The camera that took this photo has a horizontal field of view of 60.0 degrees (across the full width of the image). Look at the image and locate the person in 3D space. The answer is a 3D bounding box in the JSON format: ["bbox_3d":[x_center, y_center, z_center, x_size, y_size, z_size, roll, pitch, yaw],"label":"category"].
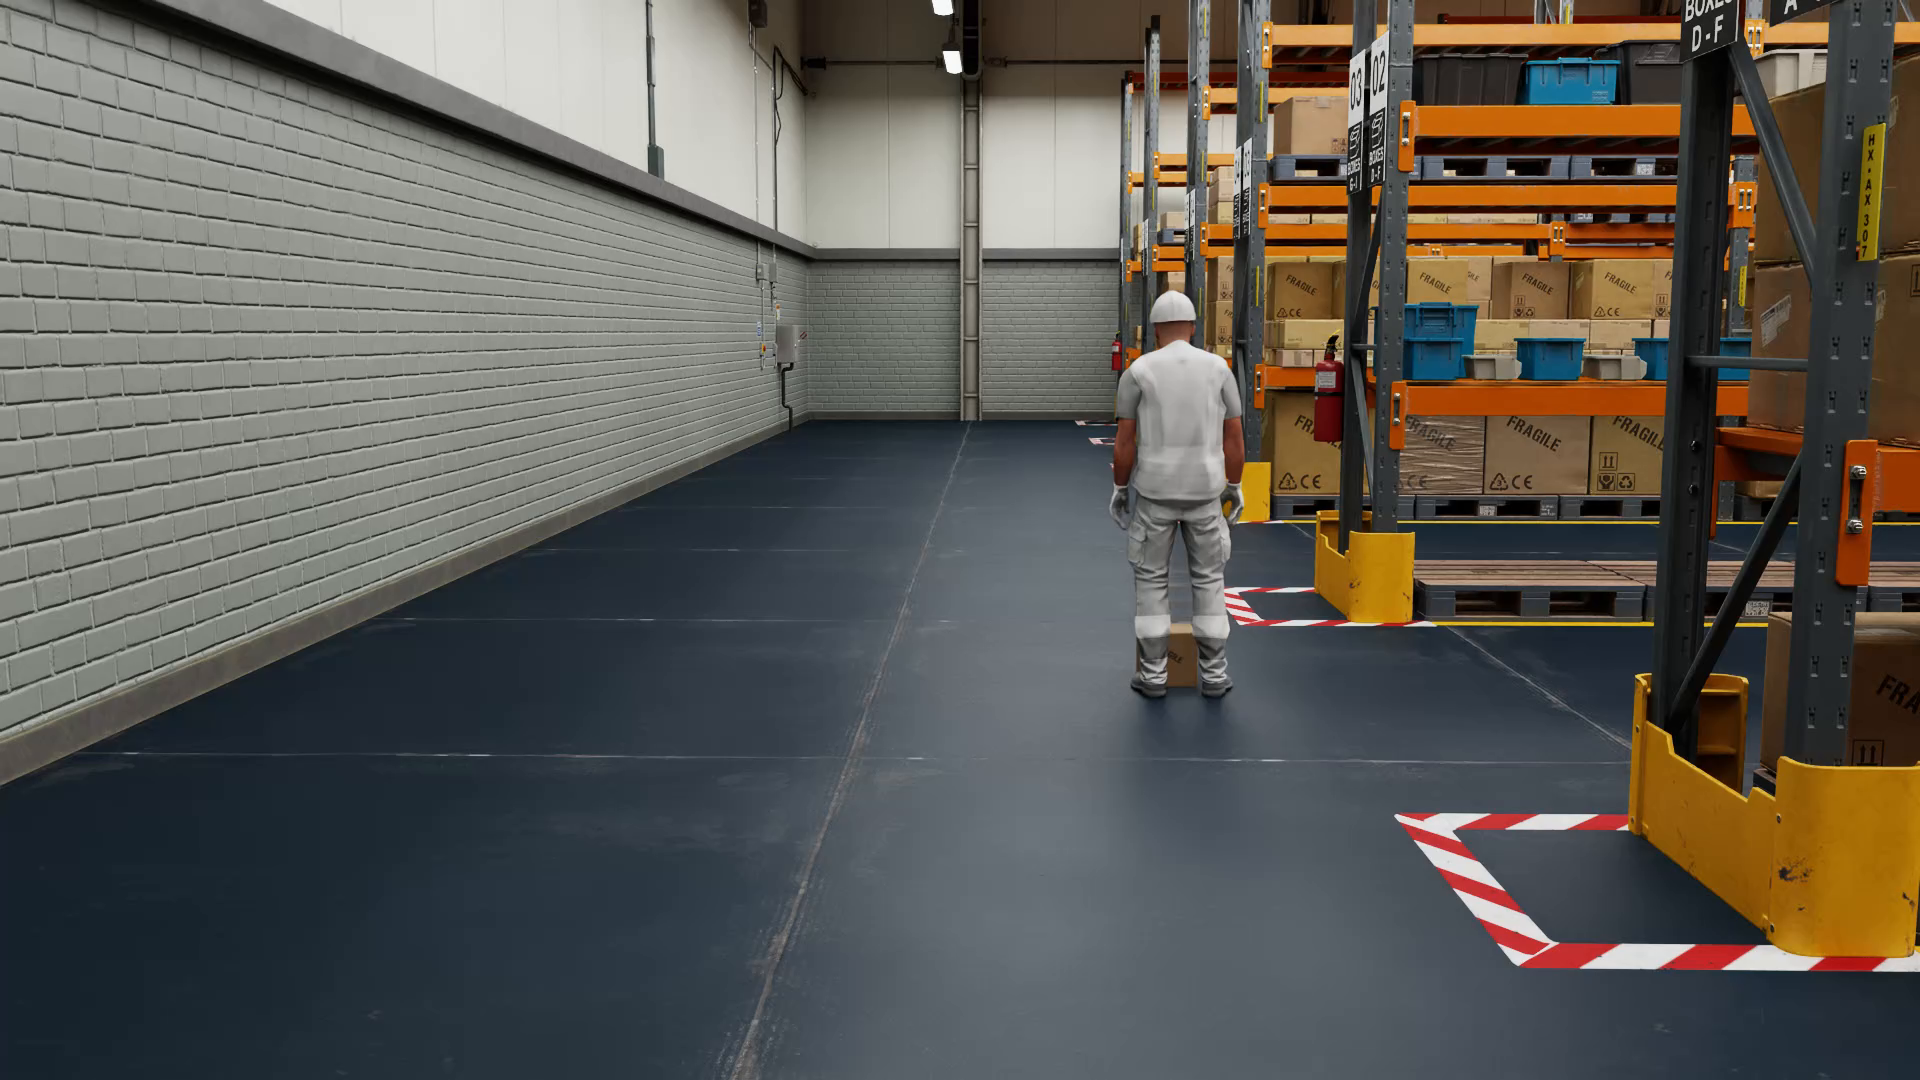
[{"bbox_3d":[0.956,-0.201,7.315,0.600,1.778,0.451,0,7,-1],"label":"person"}]
